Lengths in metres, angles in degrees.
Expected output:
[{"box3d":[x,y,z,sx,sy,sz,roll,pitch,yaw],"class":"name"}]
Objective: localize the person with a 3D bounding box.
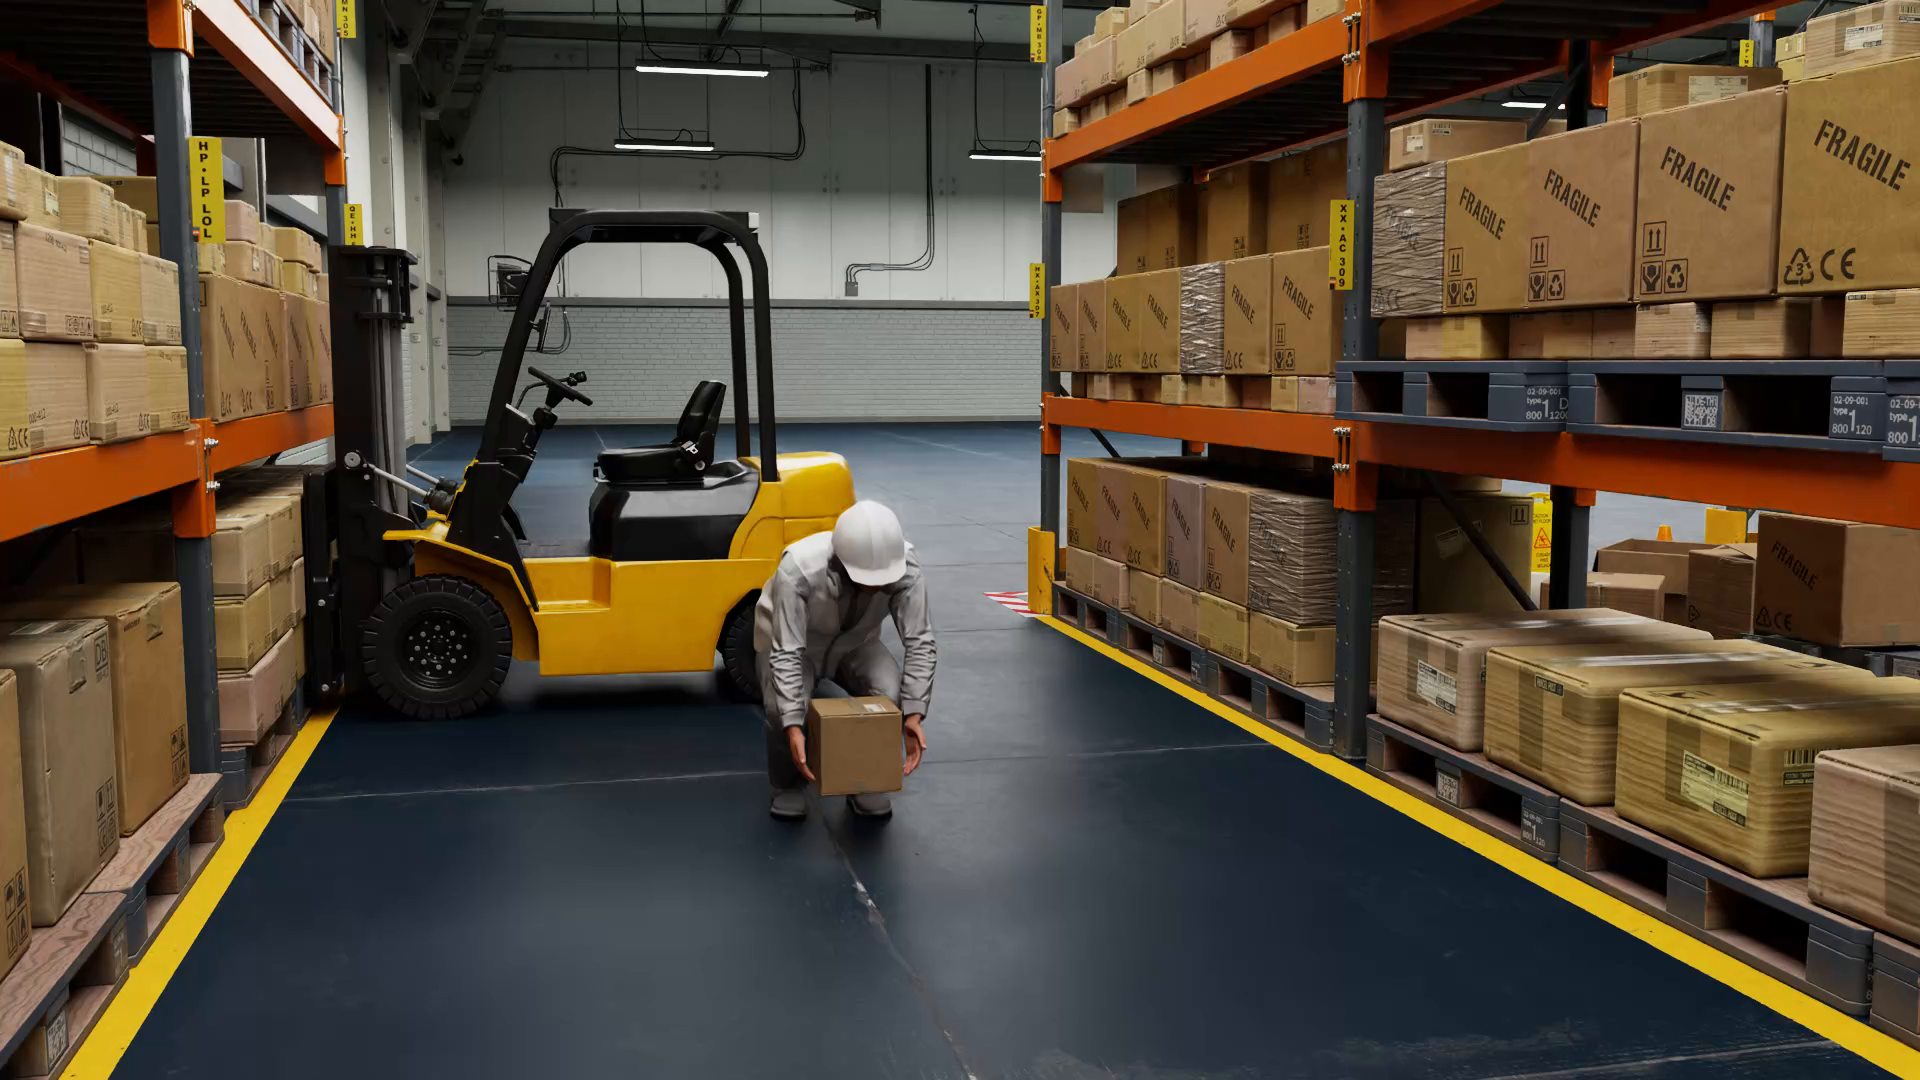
[{"box3d":[-0.385,0.383,5.488,0.551,1.085,0.870,-2,6,-14],"class":"person"}]
